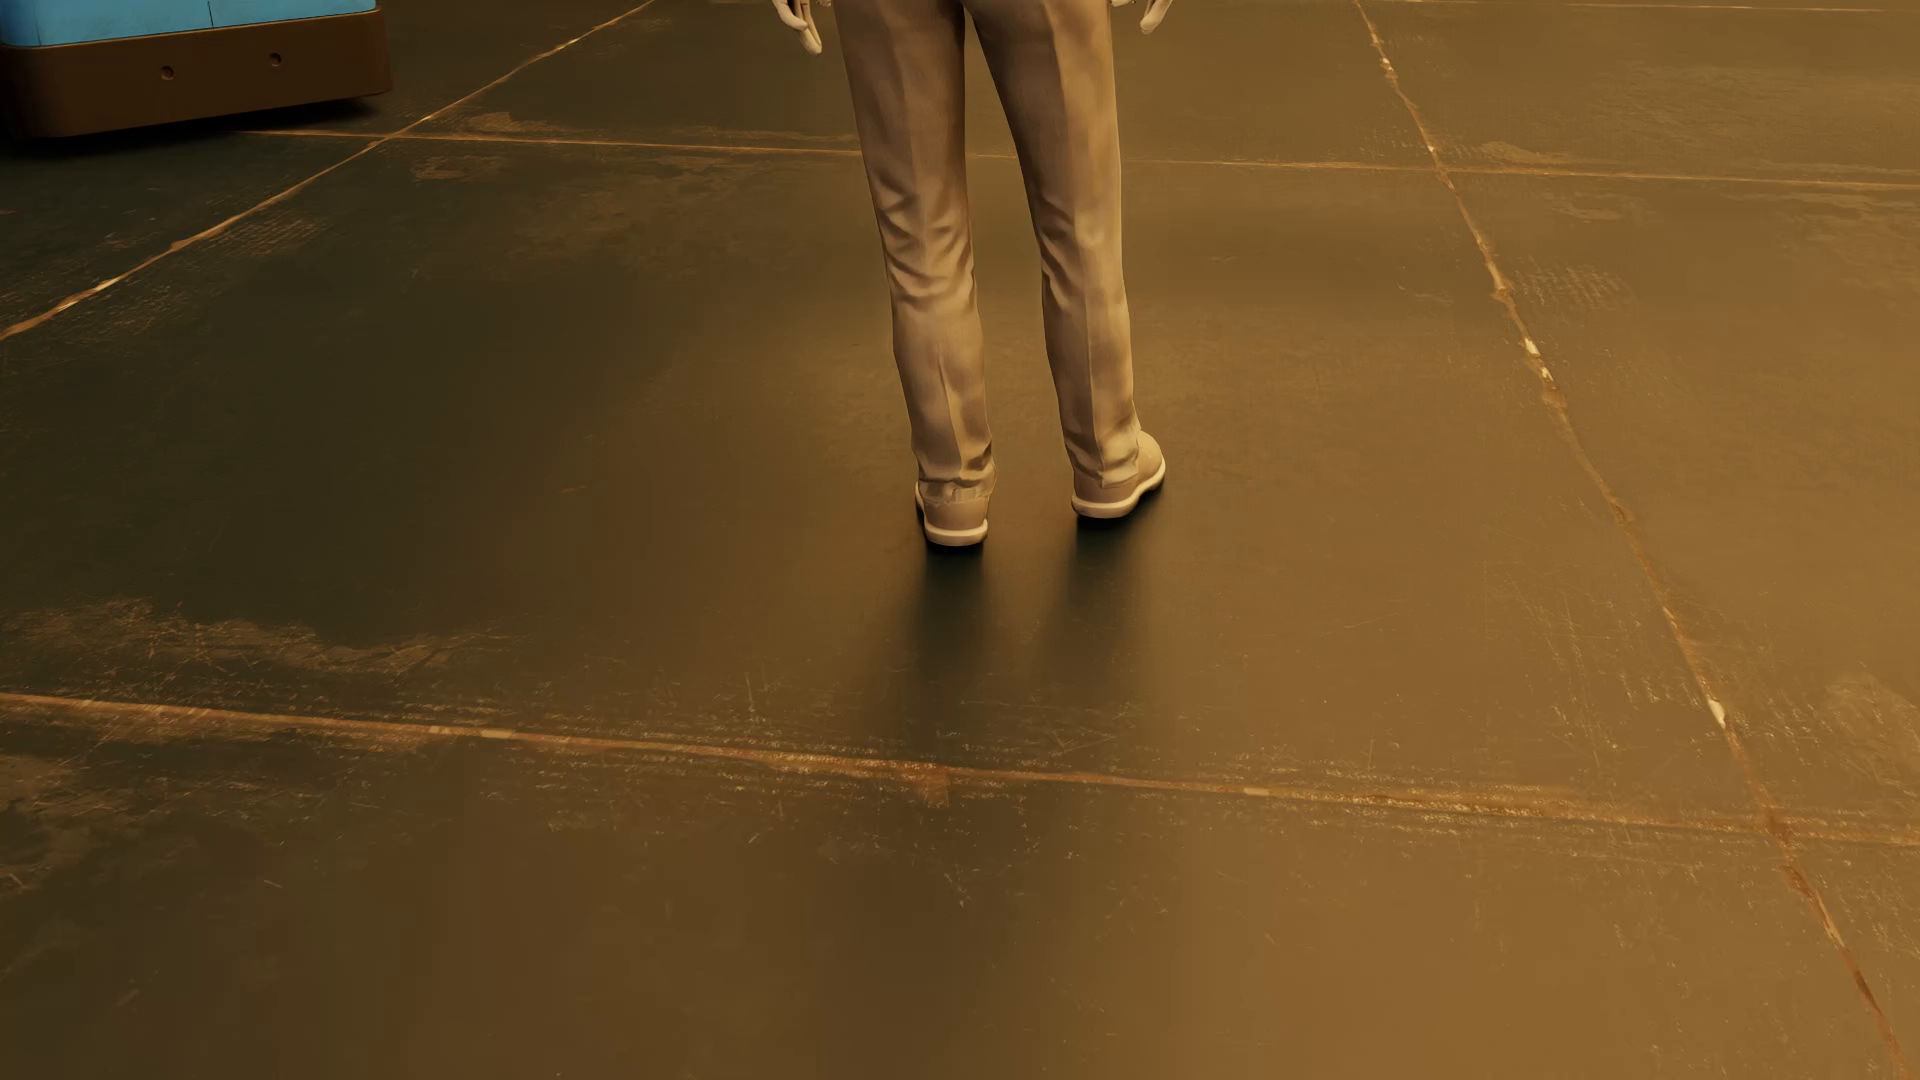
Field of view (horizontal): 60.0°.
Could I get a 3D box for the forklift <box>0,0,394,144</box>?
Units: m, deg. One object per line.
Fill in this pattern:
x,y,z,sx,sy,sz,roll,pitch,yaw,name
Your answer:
-3.080,-2.991,5.212,1.130,2.935,3.031,-21,33,-35,forklift

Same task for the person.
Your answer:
0.015,-0.795,2.179,0.587,1.695,0.531,3,27,7,person
